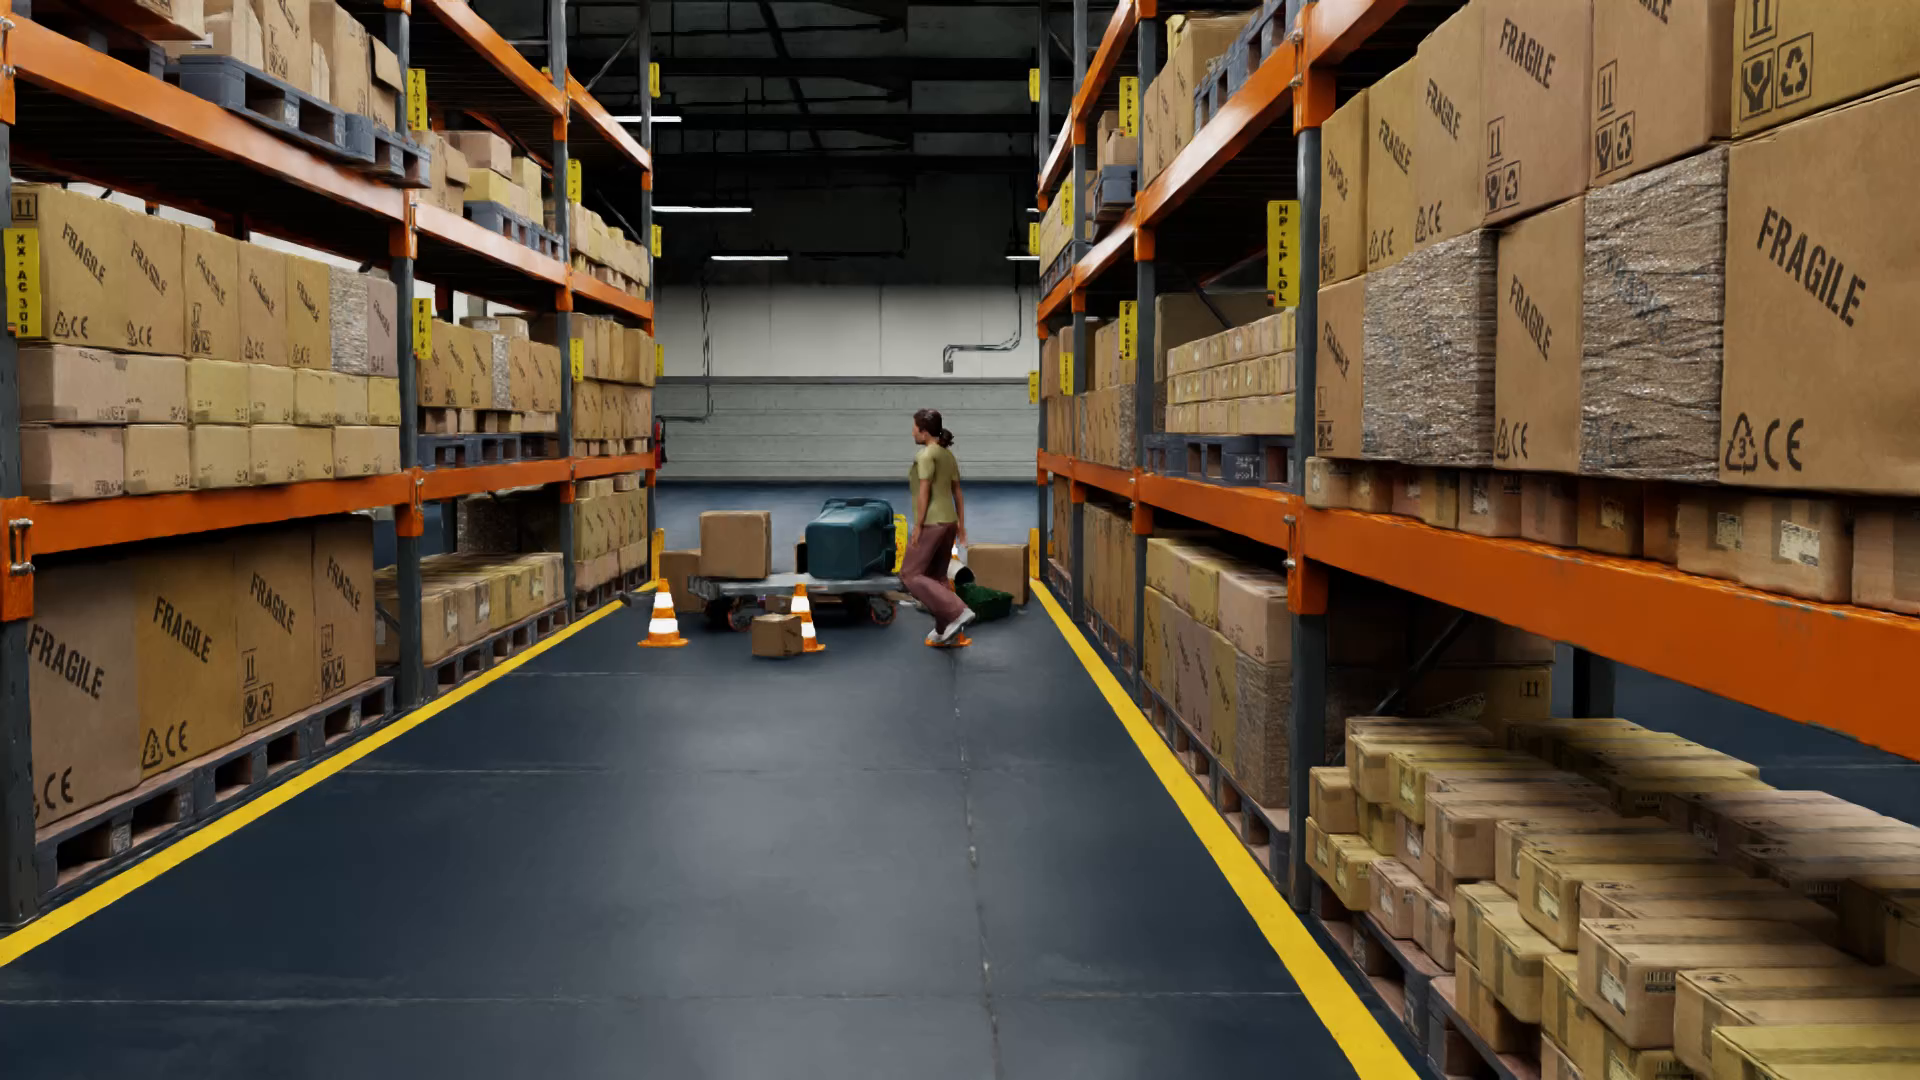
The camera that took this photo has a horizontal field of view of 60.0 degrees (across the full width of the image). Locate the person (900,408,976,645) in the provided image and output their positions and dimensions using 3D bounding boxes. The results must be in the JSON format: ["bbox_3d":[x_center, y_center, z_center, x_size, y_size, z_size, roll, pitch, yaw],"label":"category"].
[{"bbox_3d":[-0.090,0.028,11.438,0.515,1.431,0.550,2,4,25],"label":"person"}]
